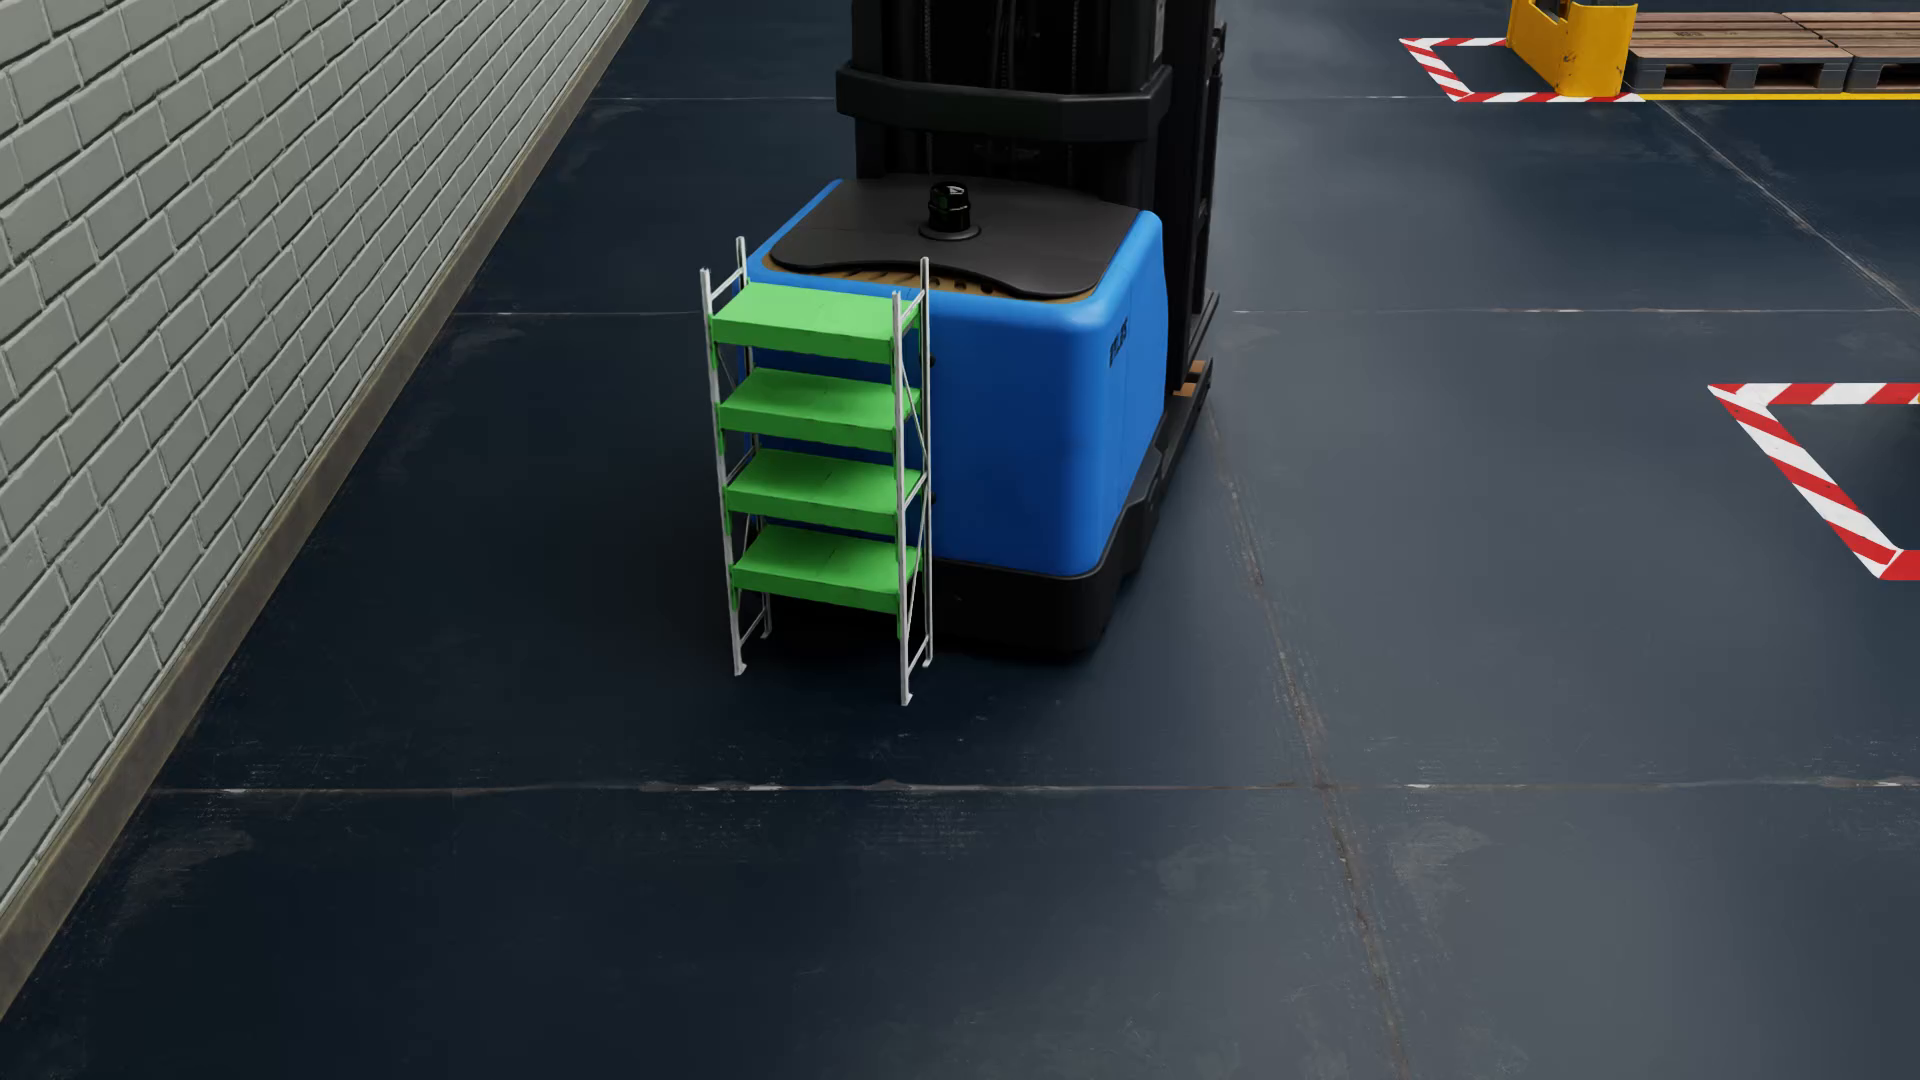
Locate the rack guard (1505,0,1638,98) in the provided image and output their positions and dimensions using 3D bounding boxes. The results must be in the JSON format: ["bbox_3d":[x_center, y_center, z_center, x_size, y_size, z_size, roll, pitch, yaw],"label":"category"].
[{"bbox_3d":[3.552,-3.007,9.724,0.348,0.500,1.175,0,31,0],"label":"rack guard"}]

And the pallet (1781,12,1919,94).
[{"bbox_3d":[5.618,-2.875,9.785,1.213,0.211,1.003,0,31,0],"label":"pallet"}]

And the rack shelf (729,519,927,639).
[{"bbox_3d":[-0.352,0.102,4.510,0.480,0.148,0.258,9,32,14],"label":"rack shelf"}]

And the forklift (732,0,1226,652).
[{"bbox_3d":[0.291,-1.698,5.223,1.130,2.935,3.031,9,32,14],"label":"forklift"}]

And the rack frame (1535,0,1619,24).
[{"bbox_3d":[3.576,-4.082,9.087,0.127,3.000,1.000,0,31,0],"label":"rack frame"}]

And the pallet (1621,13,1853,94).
[{"bbox_3d":[4.401,-2.873,9.781,1.213,0.211,1.003,0,31,0],"label":"pallet"}]

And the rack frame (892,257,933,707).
[{"bbox_3d":[-0.118,-0.121,4.293,0.015,1.200,0.240,9,32,14],"label":"rack frame"}]

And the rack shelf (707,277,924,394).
[{"bbox_3d":[-0.352,-0.513,4.137,0.480,0.148,0.258,9,32,14],"label":"rack shelf"}]

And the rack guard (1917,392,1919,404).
[{"bbox_3d":[3.678,-0.445,5.501,0.348,0.500,1.175,0,31,0],"label":"rack guard"}]

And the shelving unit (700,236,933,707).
[{"bbox_3d":[-0.352,-0.157,4.353,0.503,1.200,0.258,9,32,14],"label":"shelving unit"}]

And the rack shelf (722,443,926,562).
[{"bbox_3d":[-0.352,-0.103,4.386,0.480,0.148,0.258,9,32,14],"label":"rack shelf"}]

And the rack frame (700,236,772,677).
[{"bbox_3d":[-0.586,-0.194,4.412,0.015,1.200,0.240,9,32,14],"label":"rack frame"}]

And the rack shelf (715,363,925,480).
[{"bbox_3d":[-0.352,-0.308,4.261,0.480,0.148,0.258,9,32,14],"label":"rack shelf"}]
